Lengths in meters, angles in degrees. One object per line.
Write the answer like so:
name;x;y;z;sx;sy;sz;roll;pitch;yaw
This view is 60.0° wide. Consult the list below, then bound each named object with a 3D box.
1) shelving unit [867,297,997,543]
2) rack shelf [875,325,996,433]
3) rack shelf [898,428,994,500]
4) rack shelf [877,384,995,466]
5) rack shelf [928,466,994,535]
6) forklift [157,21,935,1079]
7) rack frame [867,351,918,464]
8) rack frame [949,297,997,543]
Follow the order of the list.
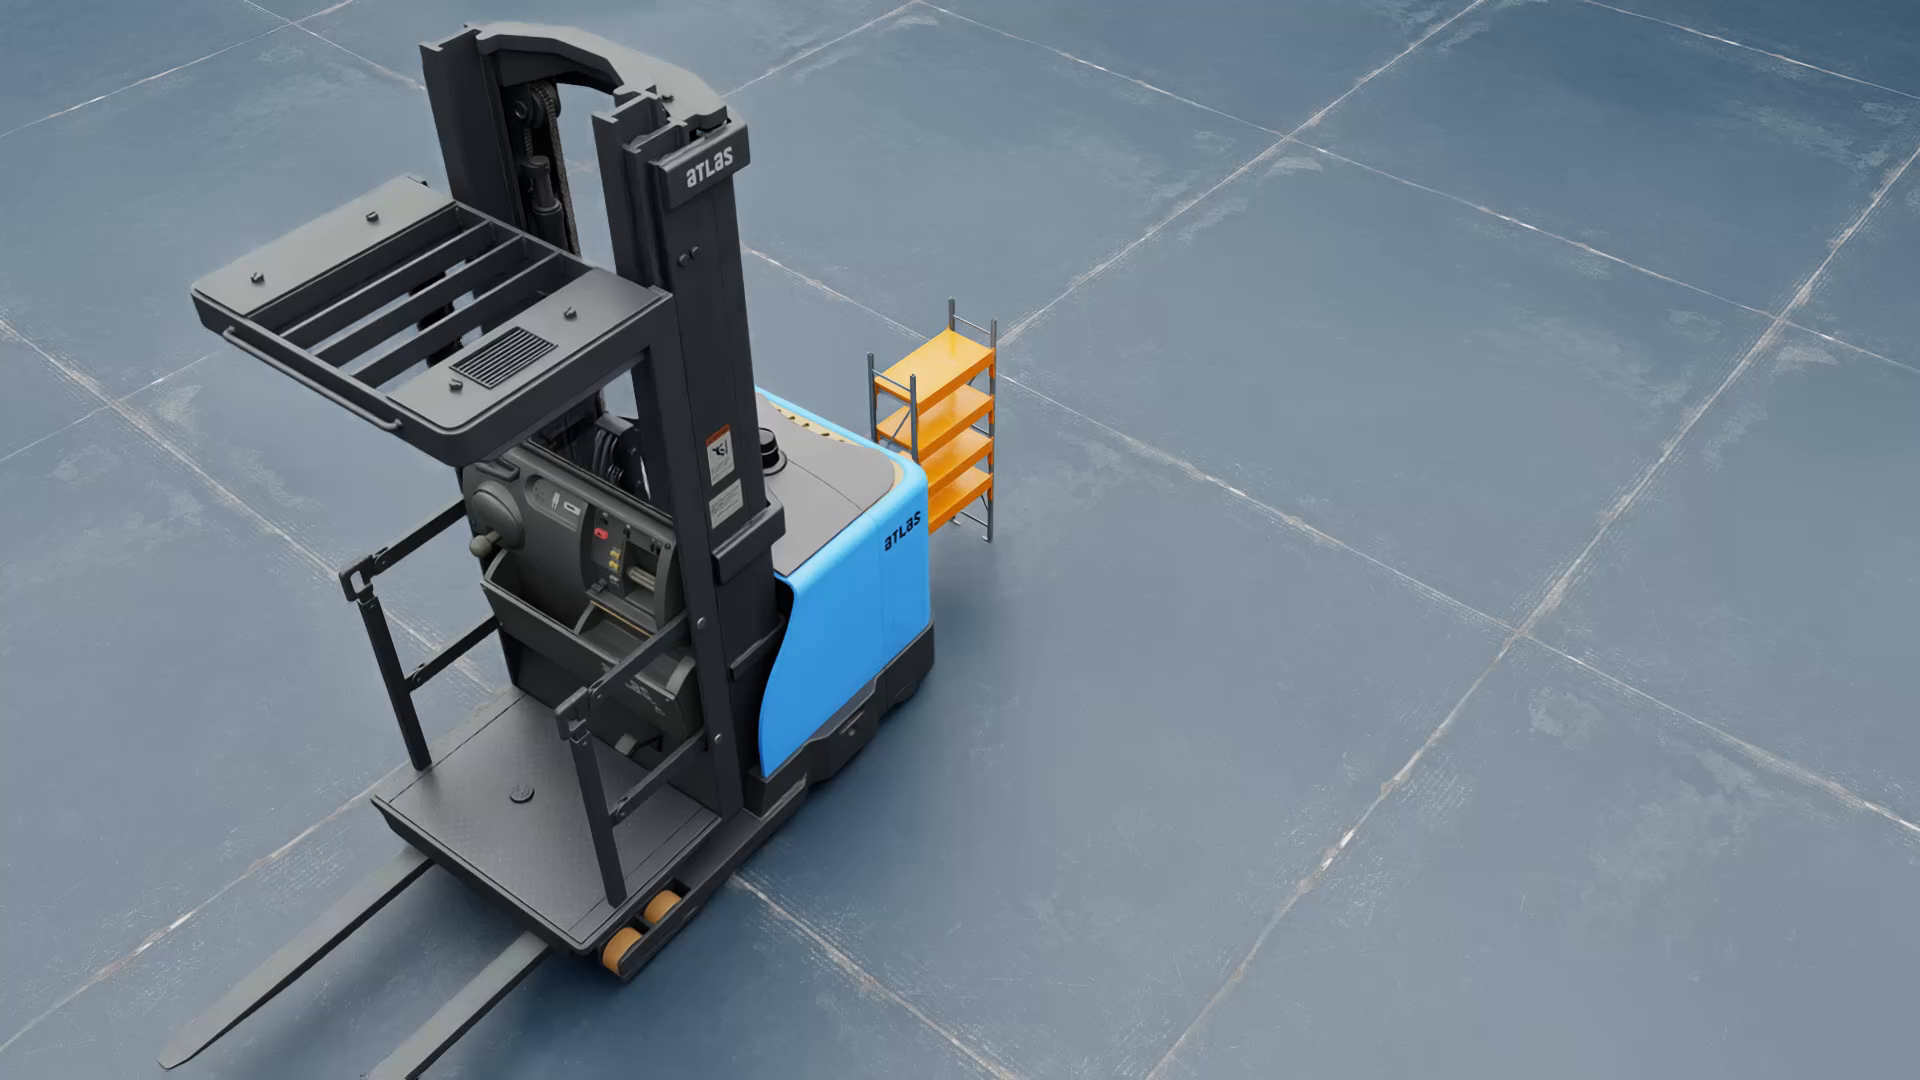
shelving unit;-0.107;-0.359;6.935;0.258;1.200;0.503;29;50;28
rack shelf;-0.107;-0.649;6.671;0.258;0.148;0.480;29;50;28
rack shelf;-0.107;-0.309;6.980;0.258;0.148;0.480;29;50;28
rack shelf;-0.107;-0.474;6.830;0.258;0.148;0.480;29;50;28
rack shelf;-0.107;-0.162;7.114;0.258;0.148;0.480;29;50;28
forklift;-1.385;0.049;5.200;1.130;2.935;3.031;27;49;26
rack frame;-0.264;-0.233;6.797;0.240;1.200;0.015;29;50;28
rack frame;0.051;-0.484;7.073;0.240;1.200;0.015;29;50;28
